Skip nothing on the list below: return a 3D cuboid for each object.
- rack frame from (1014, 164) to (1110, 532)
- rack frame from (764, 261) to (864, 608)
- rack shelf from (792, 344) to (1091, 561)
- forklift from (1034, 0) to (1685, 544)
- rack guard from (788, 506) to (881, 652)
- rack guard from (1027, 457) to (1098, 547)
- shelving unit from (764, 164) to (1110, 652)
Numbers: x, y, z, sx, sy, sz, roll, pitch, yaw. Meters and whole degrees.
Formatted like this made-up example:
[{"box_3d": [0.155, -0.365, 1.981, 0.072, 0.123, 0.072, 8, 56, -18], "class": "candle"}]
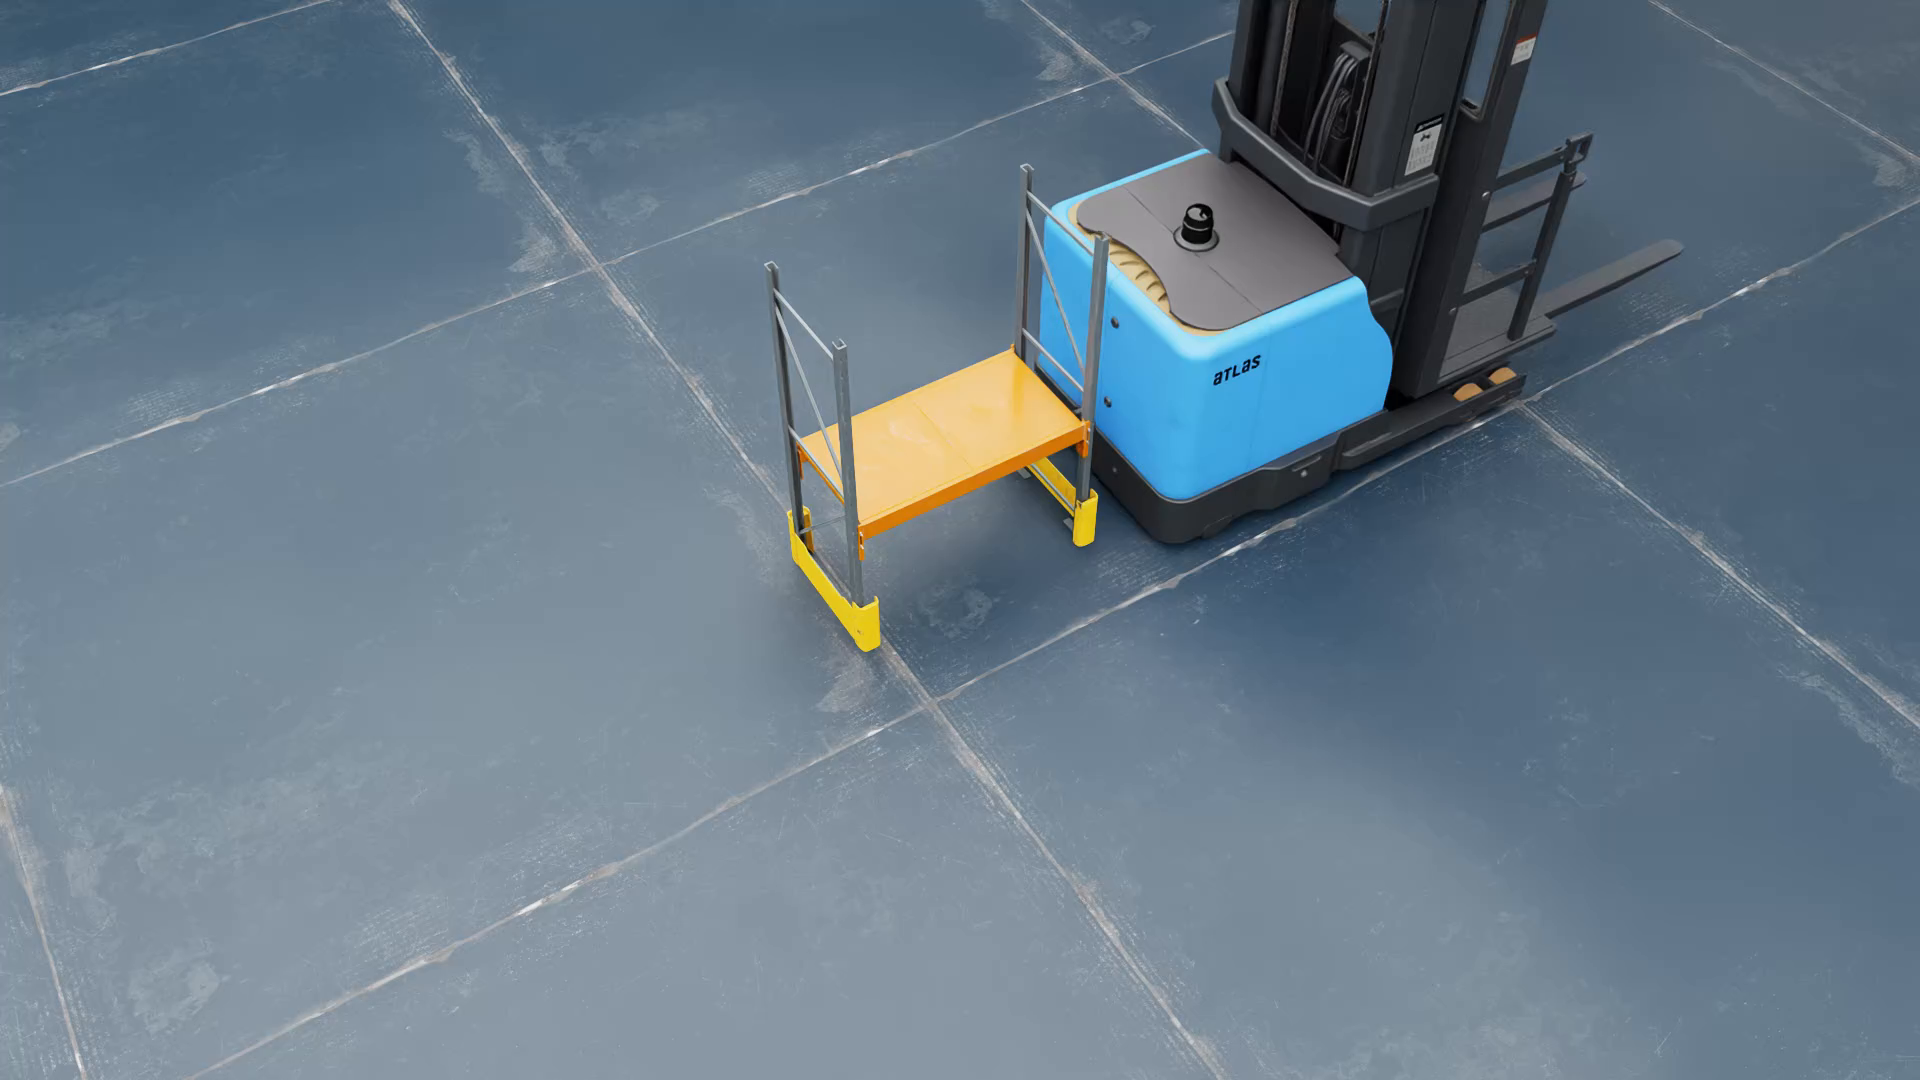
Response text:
[{"box_3d": [0.358, -0.667, 6.285, 0.032, 1.500, 0.500, -25, 53, -21], "class": "rack frame"}, {"box_3d": [-0.502, -0.262, 5.925, 0.032, 1.500, 0.500, -25, 53, -21], "class": "rack frame"}, {"box_3d": [-0.072, -0.345, 6.239, 1.000, 0.185, 0.538, -25, 53, -21], "class": "rack shelf"}, {"box_3d": [1.842, -1.799, 6.335, 3.031, 2.935, 1.130, -24, 53, -20], "class": "forklift"}, {"box_3d": [-0.486, 0.146, 6.398, 0.087, 0.250, 0.587, -25, 53, -21], "class": "rack guard"}, {"box_3d": [0.357, -0.251, 6.752, 0.087, 0.250, 0.587, -25, 53, -21], "class": "rack guard"}, {"box_3d": [-0.064, -0.468, 6.108, 1.083, 1.500, 0.587, -25, 53, -21], "class": "shelving unit"}]
